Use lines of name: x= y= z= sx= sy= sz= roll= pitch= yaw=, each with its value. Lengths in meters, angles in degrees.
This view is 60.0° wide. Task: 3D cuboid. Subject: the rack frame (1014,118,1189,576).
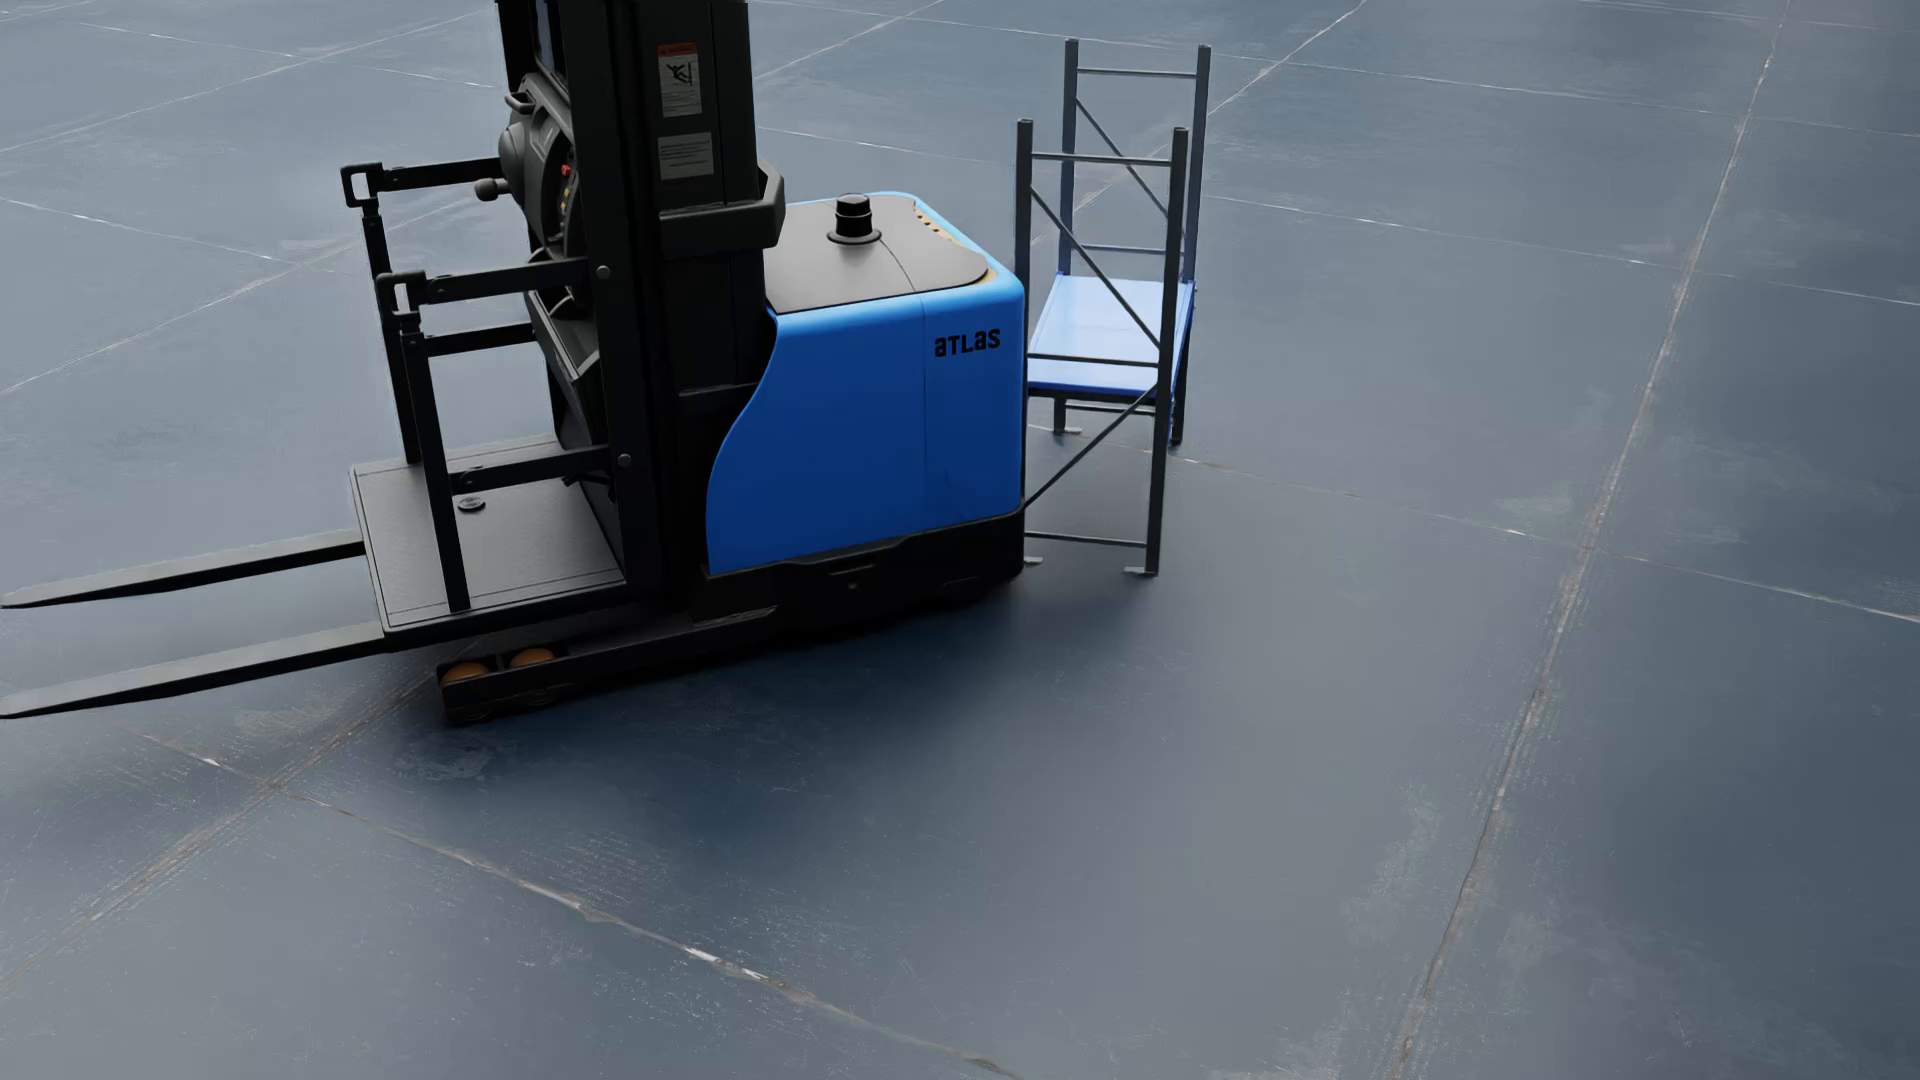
rack frame: x=0.416 y=-0.562 z=5.223 sx=0.500 sy=1.500 sz=0.032 roll=6 pitch=30 yaw=10

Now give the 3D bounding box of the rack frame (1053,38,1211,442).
rack frame: x=0.612 y=-1.059 z=6.088 sx=0.500 sy=1.500 sz=0.032 roll=6 pitch=30 yaw=10

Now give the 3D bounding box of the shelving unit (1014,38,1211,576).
shelving unit: x=0.514 y=-0.810 z=5.655 sx=0.538 sy=1.500 sz=1.048 roll=6 pitch=30 yaw=10

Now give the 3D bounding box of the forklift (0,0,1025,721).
forklift: x=-1.358 y=-1.044 z=4.625 sx=3.031 sy=2.935 sz=1.130 roll=-12 pitch=32 yaw=-20

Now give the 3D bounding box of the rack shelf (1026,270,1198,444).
rack shelf: x=0.514 y=-0.654 z=5.745 sx=0.538 sy=0.185 sz=1.000 roll=6 pitch=30 yaw=10
